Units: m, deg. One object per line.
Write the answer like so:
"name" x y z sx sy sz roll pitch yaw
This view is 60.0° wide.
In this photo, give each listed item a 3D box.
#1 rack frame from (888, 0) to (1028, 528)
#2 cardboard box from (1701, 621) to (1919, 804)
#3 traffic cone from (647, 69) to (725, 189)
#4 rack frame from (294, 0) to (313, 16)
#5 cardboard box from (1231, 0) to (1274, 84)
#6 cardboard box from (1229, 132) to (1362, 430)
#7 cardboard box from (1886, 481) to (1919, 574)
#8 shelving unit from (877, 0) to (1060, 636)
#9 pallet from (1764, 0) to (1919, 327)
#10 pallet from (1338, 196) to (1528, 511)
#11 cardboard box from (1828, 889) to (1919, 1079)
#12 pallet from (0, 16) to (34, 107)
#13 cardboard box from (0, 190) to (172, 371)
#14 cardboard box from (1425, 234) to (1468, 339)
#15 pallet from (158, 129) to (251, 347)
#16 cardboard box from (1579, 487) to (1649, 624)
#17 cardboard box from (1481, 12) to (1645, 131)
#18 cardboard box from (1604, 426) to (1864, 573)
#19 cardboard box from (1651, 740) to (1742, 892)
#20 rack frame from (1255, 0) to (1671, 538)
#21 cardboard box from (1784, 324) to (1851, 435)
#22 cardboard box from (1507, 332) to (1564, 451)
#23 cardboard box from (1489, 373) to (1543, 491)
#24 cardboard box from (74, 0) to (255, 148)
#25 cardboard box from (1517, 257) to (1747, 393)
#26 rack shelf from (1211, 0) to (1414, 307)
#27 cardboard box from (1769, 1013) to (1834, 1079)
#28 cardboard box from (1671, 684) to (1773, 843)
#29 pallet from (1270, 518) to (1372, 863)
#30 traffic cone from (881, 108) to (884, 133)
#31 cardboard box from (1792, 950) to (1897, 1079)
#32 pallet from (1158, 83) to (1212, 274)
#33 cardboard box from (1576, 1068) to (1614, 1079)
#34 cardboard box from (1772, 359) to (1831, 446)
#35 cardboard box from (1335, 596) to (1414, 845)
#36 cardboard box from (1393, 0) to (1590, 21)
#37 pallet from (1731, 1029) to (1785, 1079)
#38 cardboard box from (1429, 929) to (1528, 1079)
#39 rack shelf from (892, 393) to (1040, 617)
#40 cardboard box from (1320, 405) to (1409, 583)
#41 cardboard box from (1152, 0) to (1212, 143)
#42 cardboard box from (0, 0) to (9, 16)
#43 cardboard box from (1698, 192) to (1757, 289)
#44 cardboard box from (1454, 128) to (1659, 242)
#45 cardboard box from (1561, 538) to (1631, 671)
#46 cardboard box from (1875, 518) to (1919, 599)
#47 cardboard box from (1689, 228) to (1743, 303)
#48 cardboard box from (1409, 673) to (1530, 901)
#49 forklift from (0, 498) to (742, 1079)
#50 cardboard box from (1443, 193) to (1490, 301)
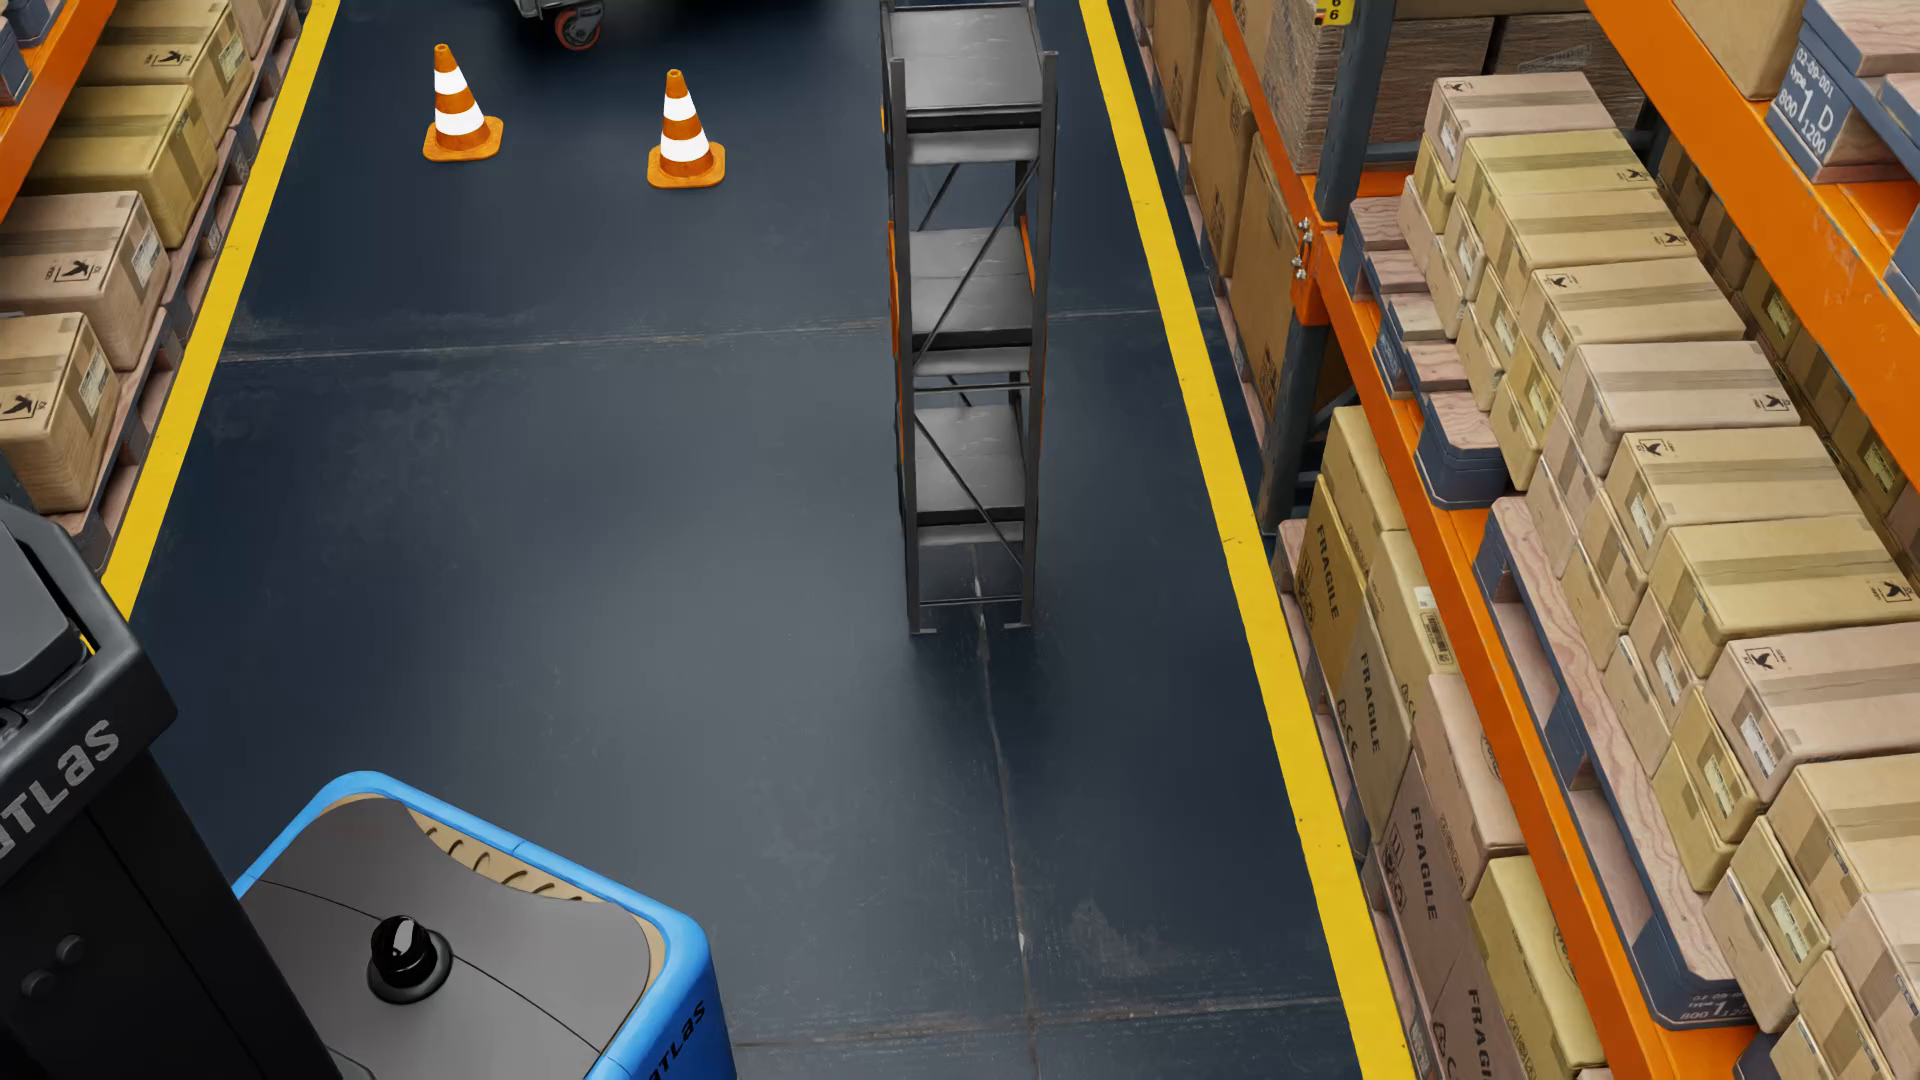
"rack frame" -0.007 -0.779 5.041 0.400 2.100 0.015 -3 47 -3
"cardboard box" 1.537 0.295 2.879 0.380 0.149 0.250 -5 47 -5
"traffic cone" -1.200 -1.801 7.137 0.336 0.463 0.334 -3 47 -3
"rack frame" -3.720 -3.635 7.127 1.000 3.000 0.127 -3 47 -3
"cardboard box" 1.193 -1.820 5.339 0.500 0.500 0.500 -3 47 -3
"cardboard box" 1.578 -0.932 5.827 1.050 0.750 0.750 -4 47 -4
"cardboard box" 2.144 -0.012 3.375 0.380 0.149 0.250 -2 47 -2
"shelving unit" 0.014 -0.602 4.874 0.431 2.100 0.503 -3 47 -3
"pallet" 1.838 -0.391 2.118 1.213 0.211 1.003 -3 47 -3
"pallet" 1.705 -0.540 4.327 1.213 0.211 1.003 -3 47 -3
"cardboard box" 1.581 0.667 2.527 0.380 0.149 0.250 -4 47 -3
"pallet" -3.551 -1.184 4.938 1.213 0.211 1.003 -3 47 -3
"cardboard box" -3.492 -0.924 6.080 0.950 0.372 0.625 -4 47 -4
"cardboard box" 1.398 -0.643 4.177 0.380 0.149 0.250 -1 47 -1
"pallet" -3.548 -1.228 6.768 1.003 0.211 1.213 -3 47 -3
"cardboard box" 1.489 0.018 3.346 0.380 0.149 0.250 -4 47 -4
"cardboard box" 1.770 -1.490 5.027 0.500 0.500 0.500 -3 47 -3
"cardboard box" 1.496 -0.080 3.234 0.380 0.149 0.250 -2 47 -2
"cardboard box" 1.531 0.504 3.091 0.380 0.149 0.250 -2 47 -2
"rack frame" 1.539 -1.115 4.740 1.000 3.000 0.127 -3 47 -3
"cardboard box" 2.103 -0.381 3.724 0.380 0.149 0.250 -3 47 -3
"cardboard box" 1.451 -0.342 3.687 0.380 0.149 0.250 -3 47 -3
"cardboard box" 1.445 -0.252 3.807 0.380 0.149 0.250 -2 47 -1
"cardboard box" -3.610 -1.976 7.077 0.950 0.372 0.625 -1 47 -1
"cardboard box" 1.448 -0.468 3.601 0.380 0.149 0.250 -5 47 -5
"rack shelf" 1.372 -2.314 6.372 1.077 0.370 4.000 -3 47 -3
"cardboard box" 1.581 0.896 2.719 0.380 0.149 0.250 -6 47 -5
"cardboard box" 1.530 0.389 2.994 0.380 0.149 0.250 -3 47 -3
"pallet" 1.603 0.409 5.217 1.003 0.211 1.213 -3 47 -3
"traffic cone" -0.188 -2.074 7.396 0.336 0.463 0.334 -3 47 -3
"cardboard box" 1.575 0.775 2.629 0.380 0.149 0.250 -5 47 -5
"pallet" 1.449 -1.612 7.131 1.003 0.211 1.213 -3 47 -3
"cardboard box" 1.530 1.340 3.331 0.500 0.250 0.500 -1 47 -1
"cardboard box" 2.097 -0.297 3.850 0.380 0.149 0.250 -4 47 -4
"cardboard box" 1.390 0.491 4.651 0.500 0.500 0.500 -3 47 -3
"cardboard box" 1.511 -1.818 4.649 0.700 0.500 0.500 -4 47 -4
"pallet" 1.955 1.283 2.601 1.003 0.211 1.213 -3 47 -3
"cardboard box" 1.480 1.232 3.950 0.500 0.500 0.500 -4 47 -4
"rack shelf" 0.014 -0.112 5.392 0.431 0.518 0.480 -3 47 -3
"cardboard box" 1.356 -0.144 4.736 0.500 0.250 0.500 -5 47 -5
"cardboard box" 1.423 -2.238 7.064 1.050 0.750 0.750 -3 47 -3
"cardboard box" -3.197 -1.653 5.133 0.380 0.149 0.250 -3 47 -3
"cardboard box" 2.058 -0.752 4.076 0.380 0.149 0.250 -2 47 -2
"cardboard box" 1.410 -0.837 3.951 0.380 0.149 0.250 -5 47 -4
"cardboard box" 1.488 0.122 3.452 0.380 0.149 0.250 -3 47 -3
"cardboard box" 2.141 0.084 3.488 0.380 0.149 0.250 -2 47 -2
"cardboard box" 2.057 -0.664 4.197 0.380 0.149 0.250 -4 47 -3
"cardboard box" 1.427 0.582 4.049 0.500 0.250 0.500 -3 47 -3
"forklift" -1.624 1.350 2.453 1.130 2.935 3.031 20 50 18
"cardboard box" 1.404 -0.717 4.042 0.380 0.149 0.250 -1 47 -1
